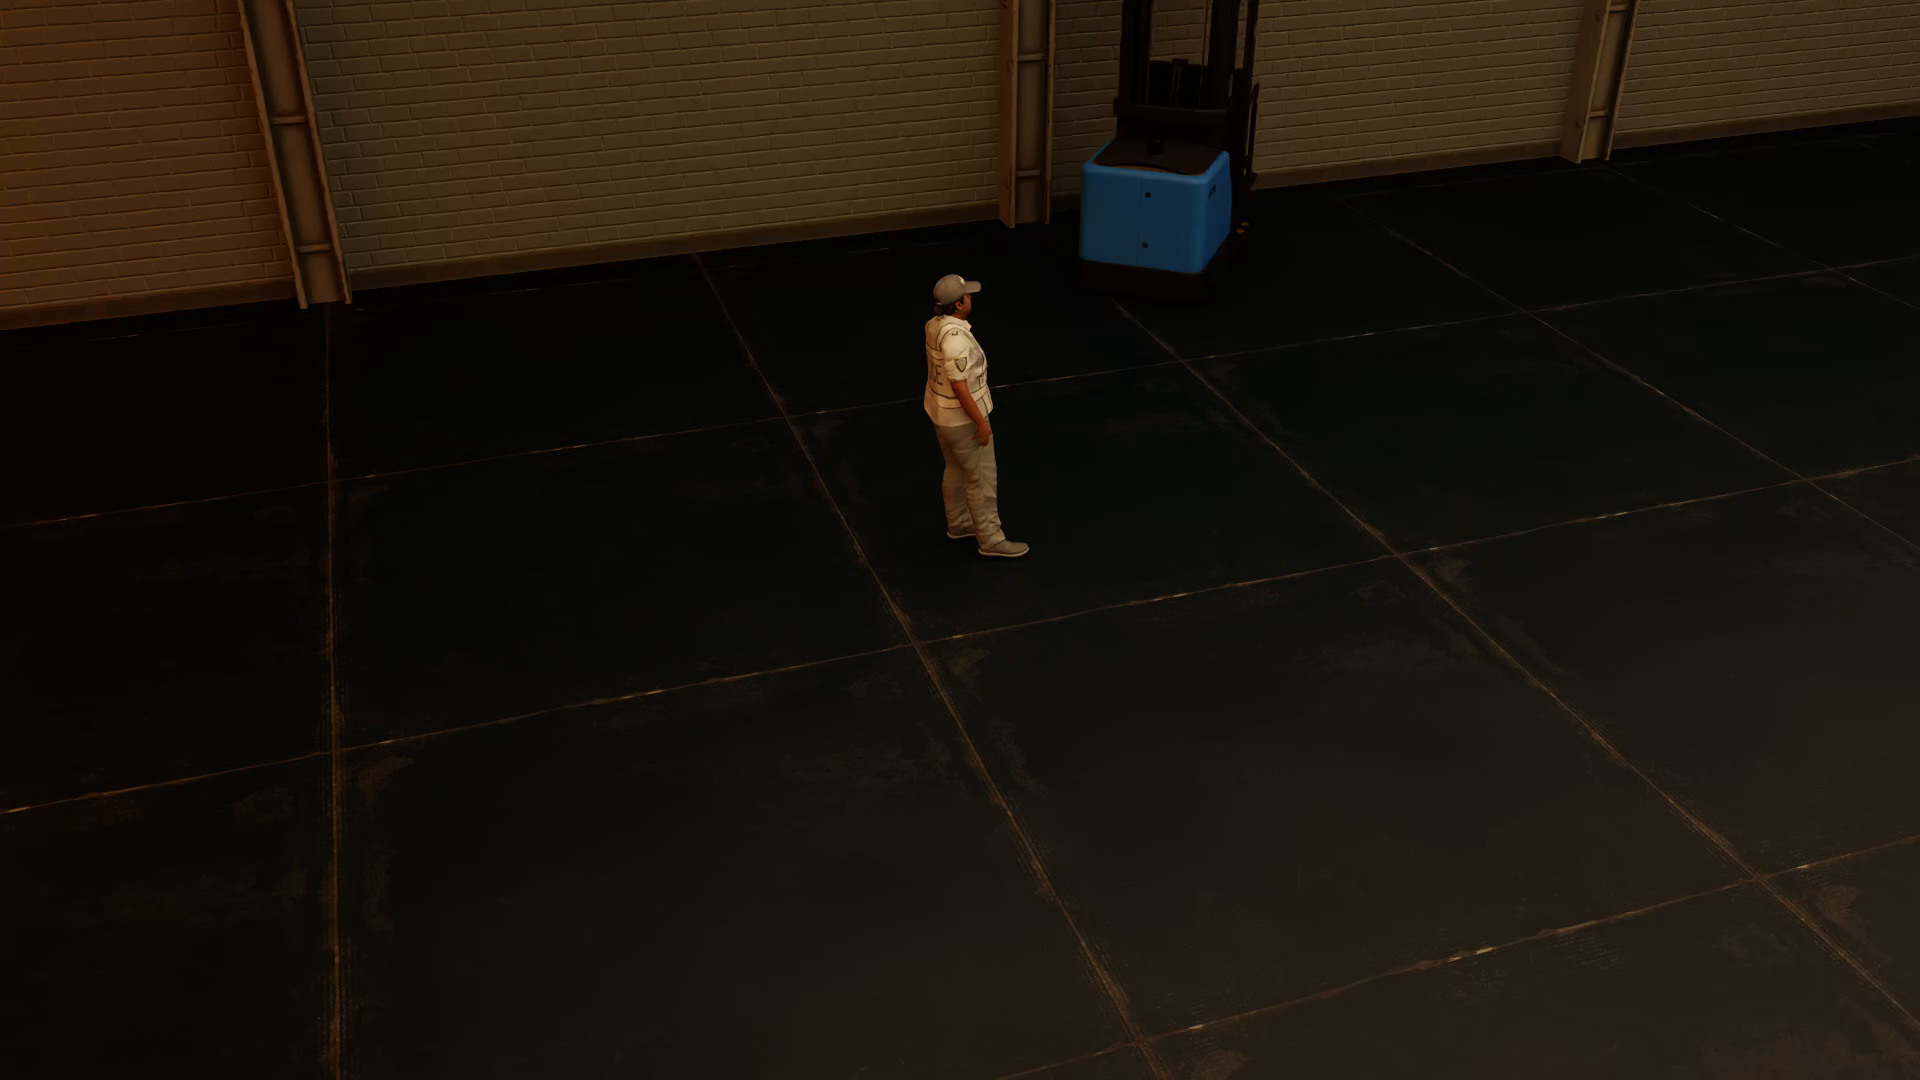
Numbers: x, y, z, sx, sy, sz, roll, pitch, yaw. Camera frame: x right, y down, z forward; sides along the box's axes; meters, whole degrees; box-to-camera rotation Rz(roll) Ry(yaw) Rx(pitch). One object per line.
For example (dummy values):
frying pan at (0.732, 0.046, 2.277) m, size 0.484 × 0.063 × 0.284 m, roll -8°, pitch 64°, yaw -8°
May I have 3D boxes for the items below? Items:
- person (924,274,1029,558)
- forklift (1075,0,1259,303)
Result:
person at (0.080, -0.730, 9.609) m, size 0.529 × 1.670 × 0.598 m, roll -10°, pitch 31°, yaw -16°
forklift at (1.927, -3.865, 13.805) m, size 1.130 × 2.935 × 3.031 m, roll 11°, pitch 32°, yaw 18°
